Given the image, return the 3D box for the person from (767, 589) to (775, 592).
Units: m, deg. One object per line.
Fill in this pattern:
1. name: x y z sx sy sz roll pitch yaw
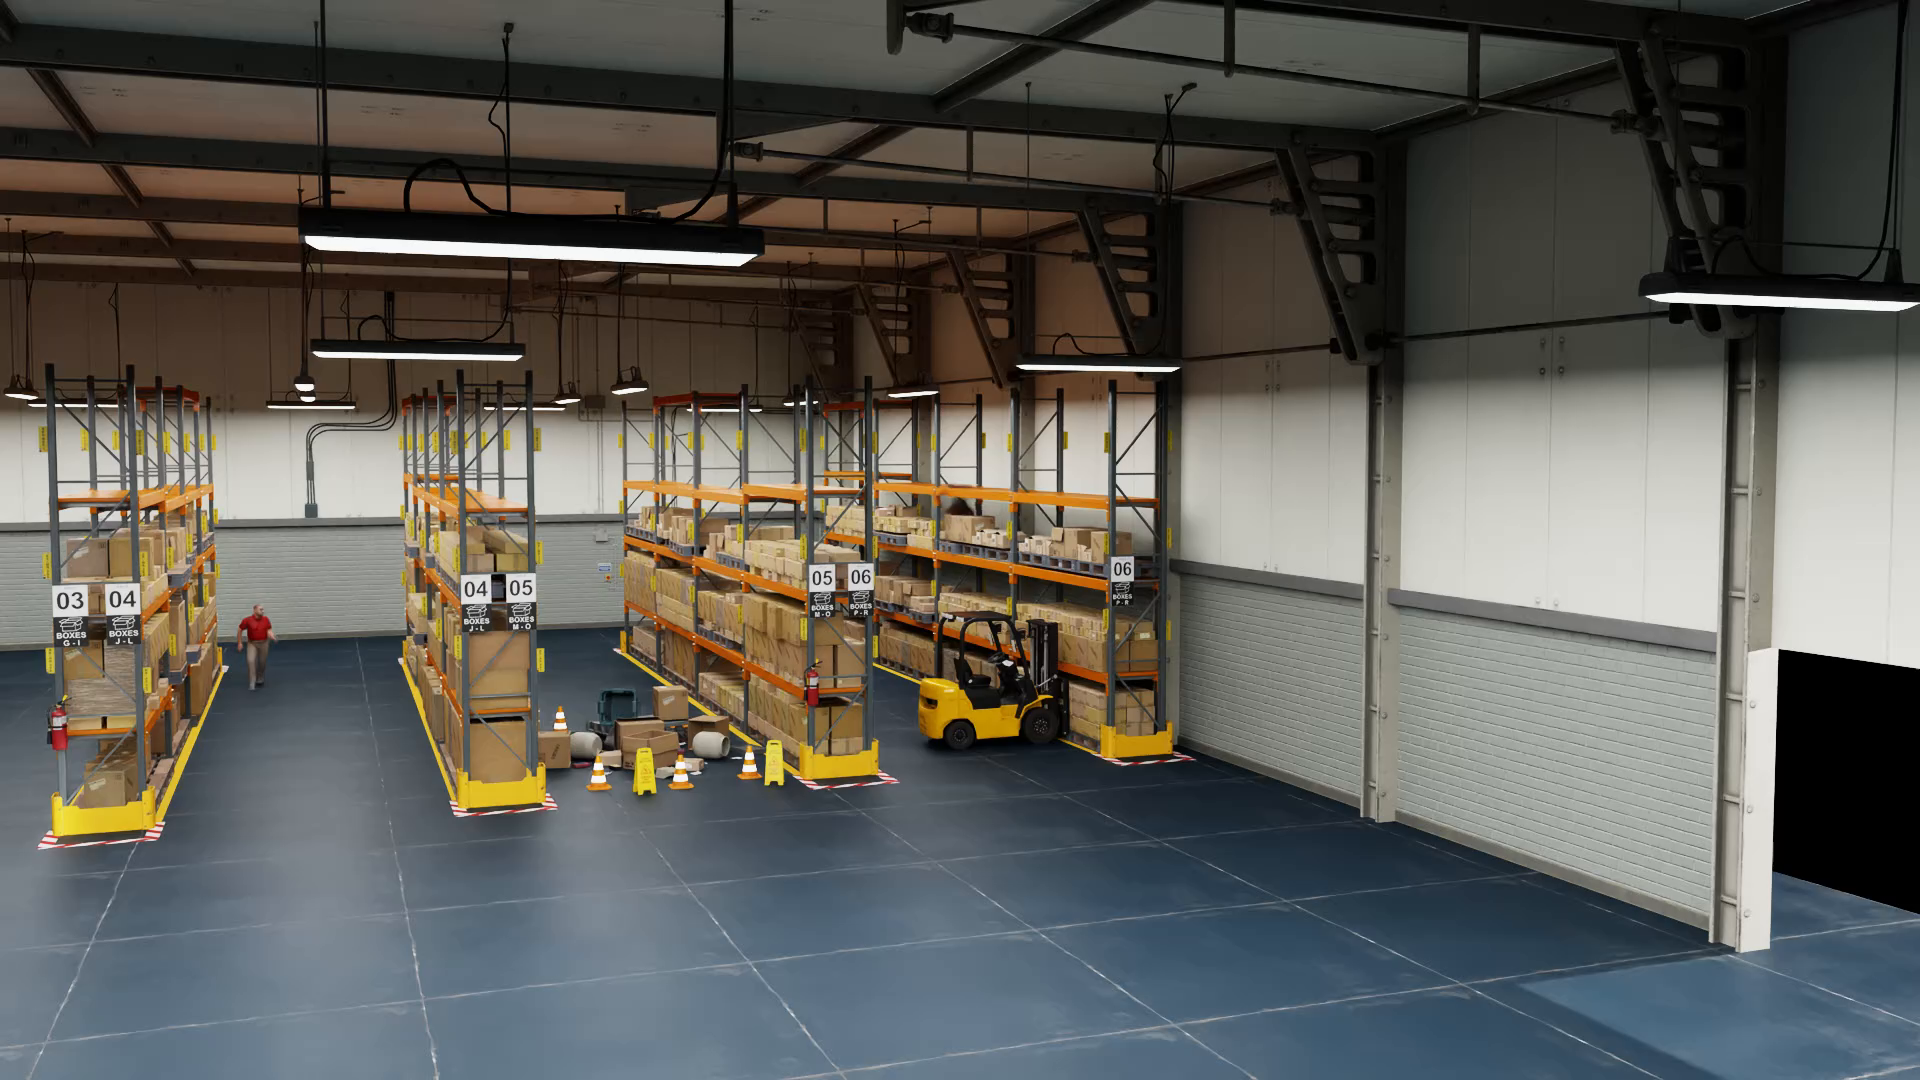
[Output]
1. person: -5.062 1.607 44.150 0.494 1.683 0.561 1 3 15

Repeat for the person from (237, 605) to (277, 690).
1. person: -14.420 2.181 34.127 0.748 1.716 0.995 -1 4 -21
